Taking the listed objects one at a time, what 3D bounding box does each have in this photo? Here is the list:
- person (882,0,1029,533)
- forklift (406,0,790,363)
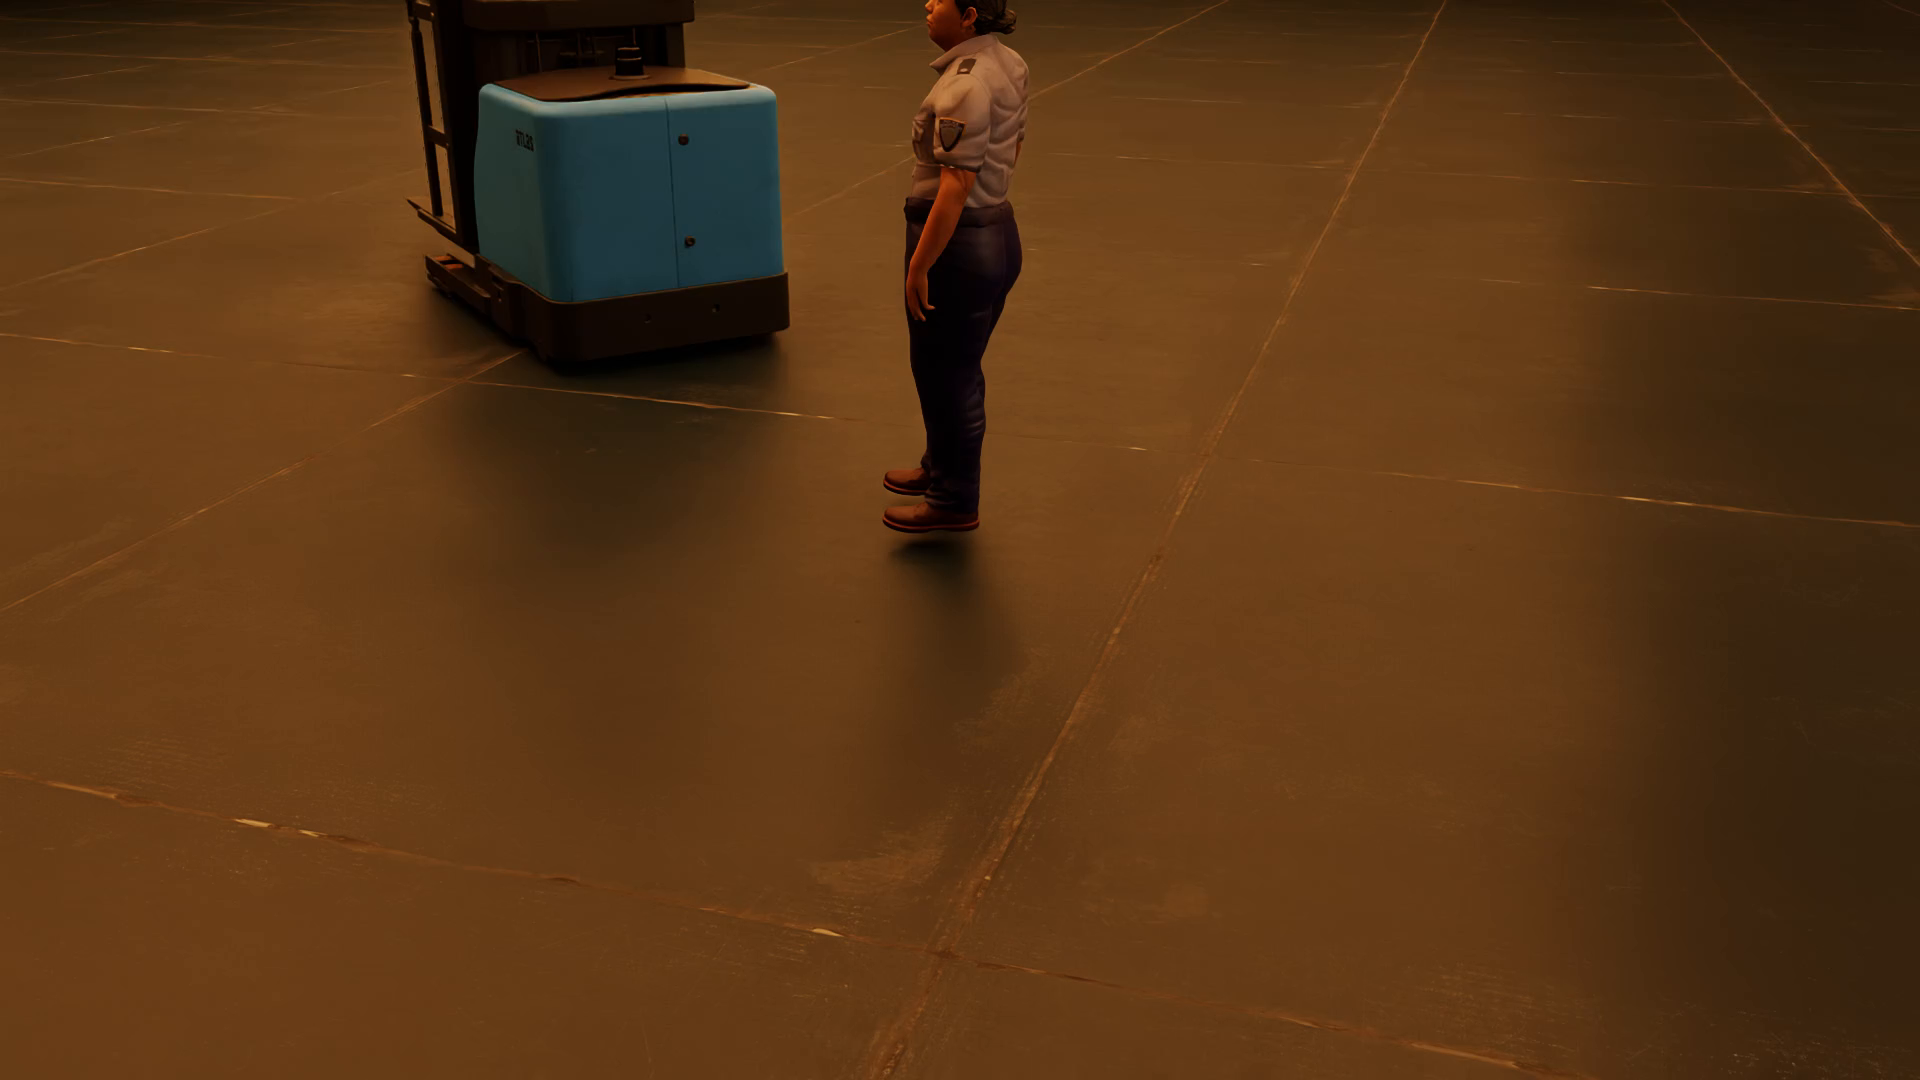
[{"bbox_3d":[-0.078,-0.825,4.832,0.503,1.651,0.598,7,23,16],"label":"person"},{"bbox_3d":[-1.929,-2.584,7.539,1.130,2.935,3.031,-13,26,-29],"label":"forklift"}]
